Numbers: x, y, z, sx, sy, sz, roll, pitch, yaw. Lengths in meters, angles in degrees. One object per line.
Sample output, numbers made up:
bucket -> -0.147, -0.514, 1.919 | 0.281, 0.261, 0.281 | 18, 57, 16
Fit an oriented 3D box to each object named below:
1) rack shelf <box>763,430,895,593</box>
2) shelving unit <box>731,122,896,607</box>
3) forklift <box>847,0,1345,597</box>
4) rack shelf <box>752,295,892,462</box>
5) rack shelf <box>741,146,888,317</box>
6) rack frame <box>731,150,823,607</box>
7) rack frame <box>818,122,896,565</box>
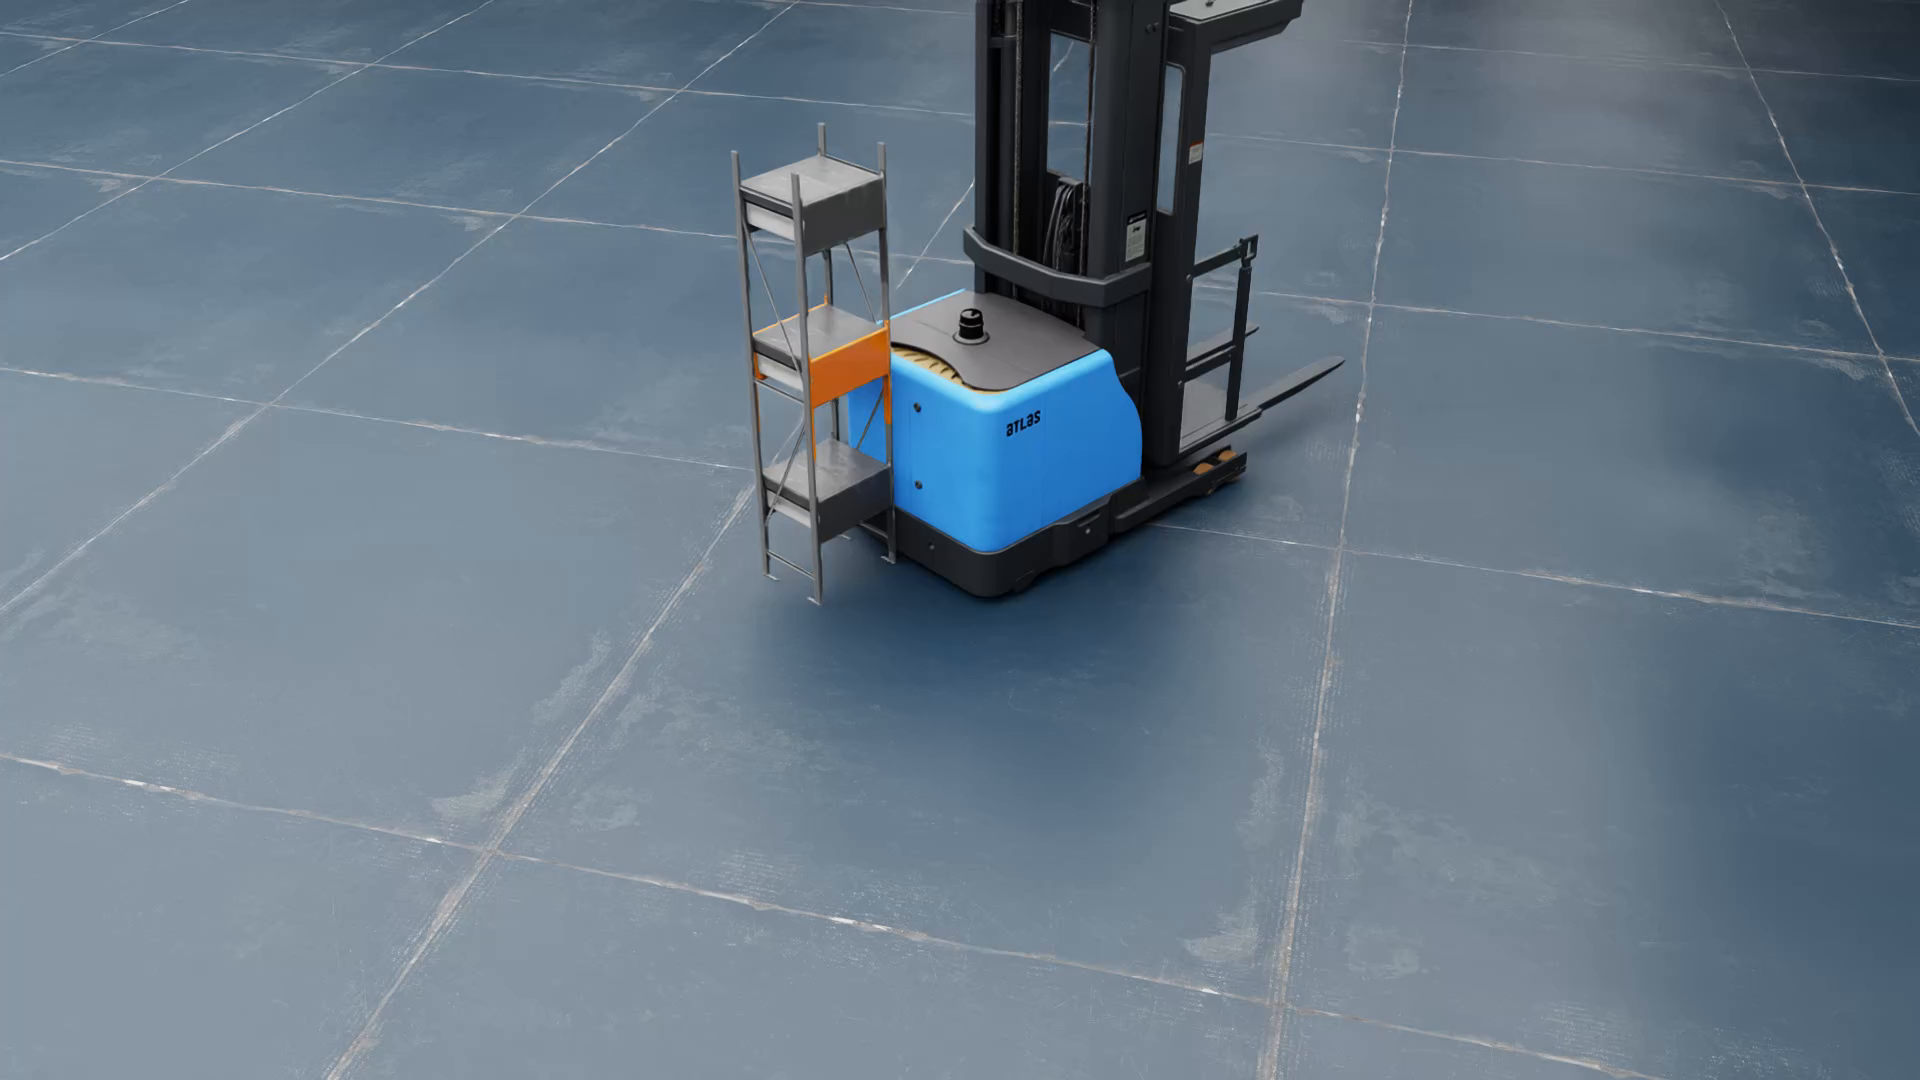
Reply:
rack shelf -> -0.627, -0.141, 7.845 | 0.431, 0.518, 0.480 | 27, 41, 35
shelving unit -> -0.627, -0.743, 7.462 | 0.431, 2.100, 0.503 | 27, 41, 35
forklift -> 0.862, -1.650, 8.113 | 3.031, 2.935, 1.130 | -27, 41, -35
rack shelf -> -0.627, -0.732, 7.469 | 0.431, 0.518, 0.480 | 27, 41, 35
rack shelf -> -0.627, -1.322, 7.094 | 0.431, 0.518, 0.480 | 27, 41, 35
rack frame -> -0.793, -0.647, 7.311 | 0.400, 2.100, 0.015 | 27, 41, 35
rack frame -> -0.461, -0.839, 7.613 | 0.400, 2.100, 0.015 | 27, 41, 35
